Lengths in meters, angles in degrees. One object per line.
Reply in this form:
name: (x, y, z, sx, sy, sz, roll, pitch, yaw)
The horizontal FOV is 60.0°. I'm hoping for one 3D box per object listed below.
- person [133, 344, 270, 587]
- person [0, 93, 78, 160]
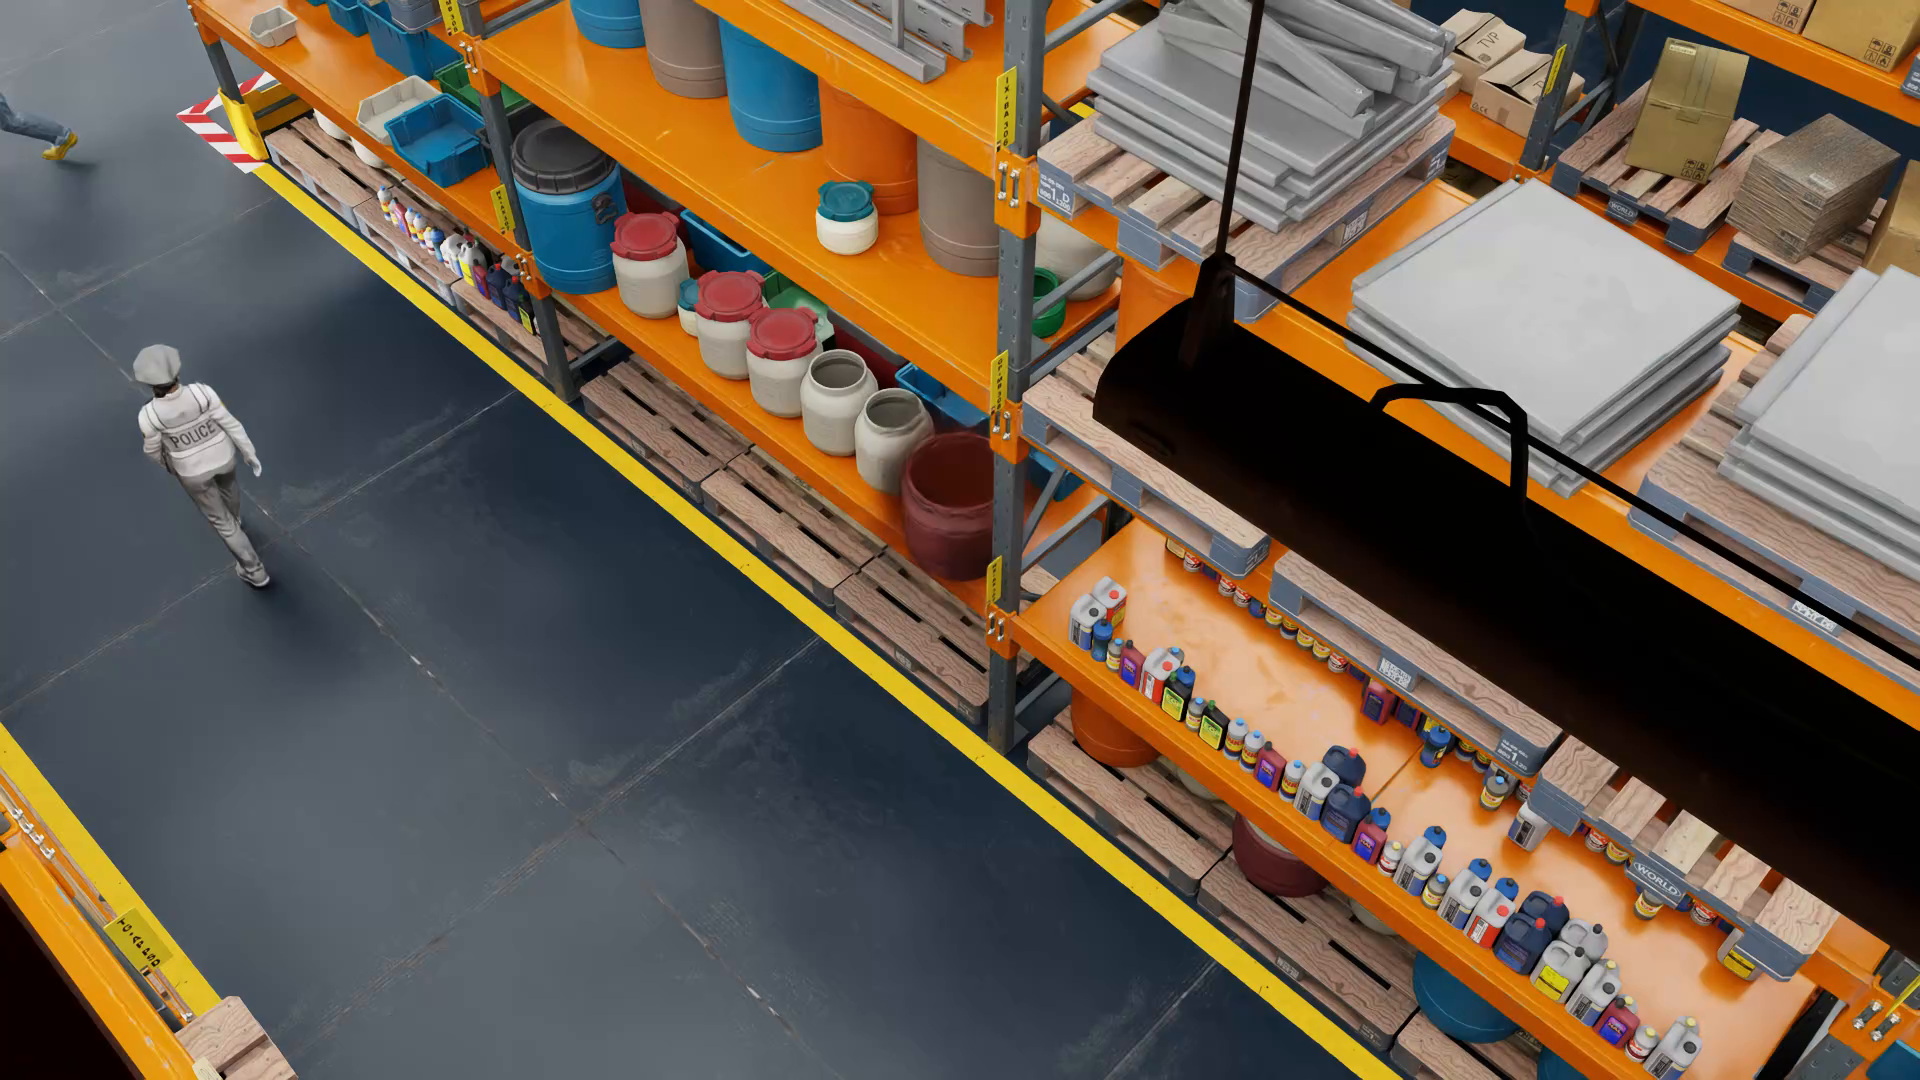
person: (-4.441, -0.495, 9.719, 0.518, 1.669, 0.838, -34, 58, -25)
person: (-7.246, -3.408, 12.125, 0.578, 1.728, 0.925, 35, 58, 26)
